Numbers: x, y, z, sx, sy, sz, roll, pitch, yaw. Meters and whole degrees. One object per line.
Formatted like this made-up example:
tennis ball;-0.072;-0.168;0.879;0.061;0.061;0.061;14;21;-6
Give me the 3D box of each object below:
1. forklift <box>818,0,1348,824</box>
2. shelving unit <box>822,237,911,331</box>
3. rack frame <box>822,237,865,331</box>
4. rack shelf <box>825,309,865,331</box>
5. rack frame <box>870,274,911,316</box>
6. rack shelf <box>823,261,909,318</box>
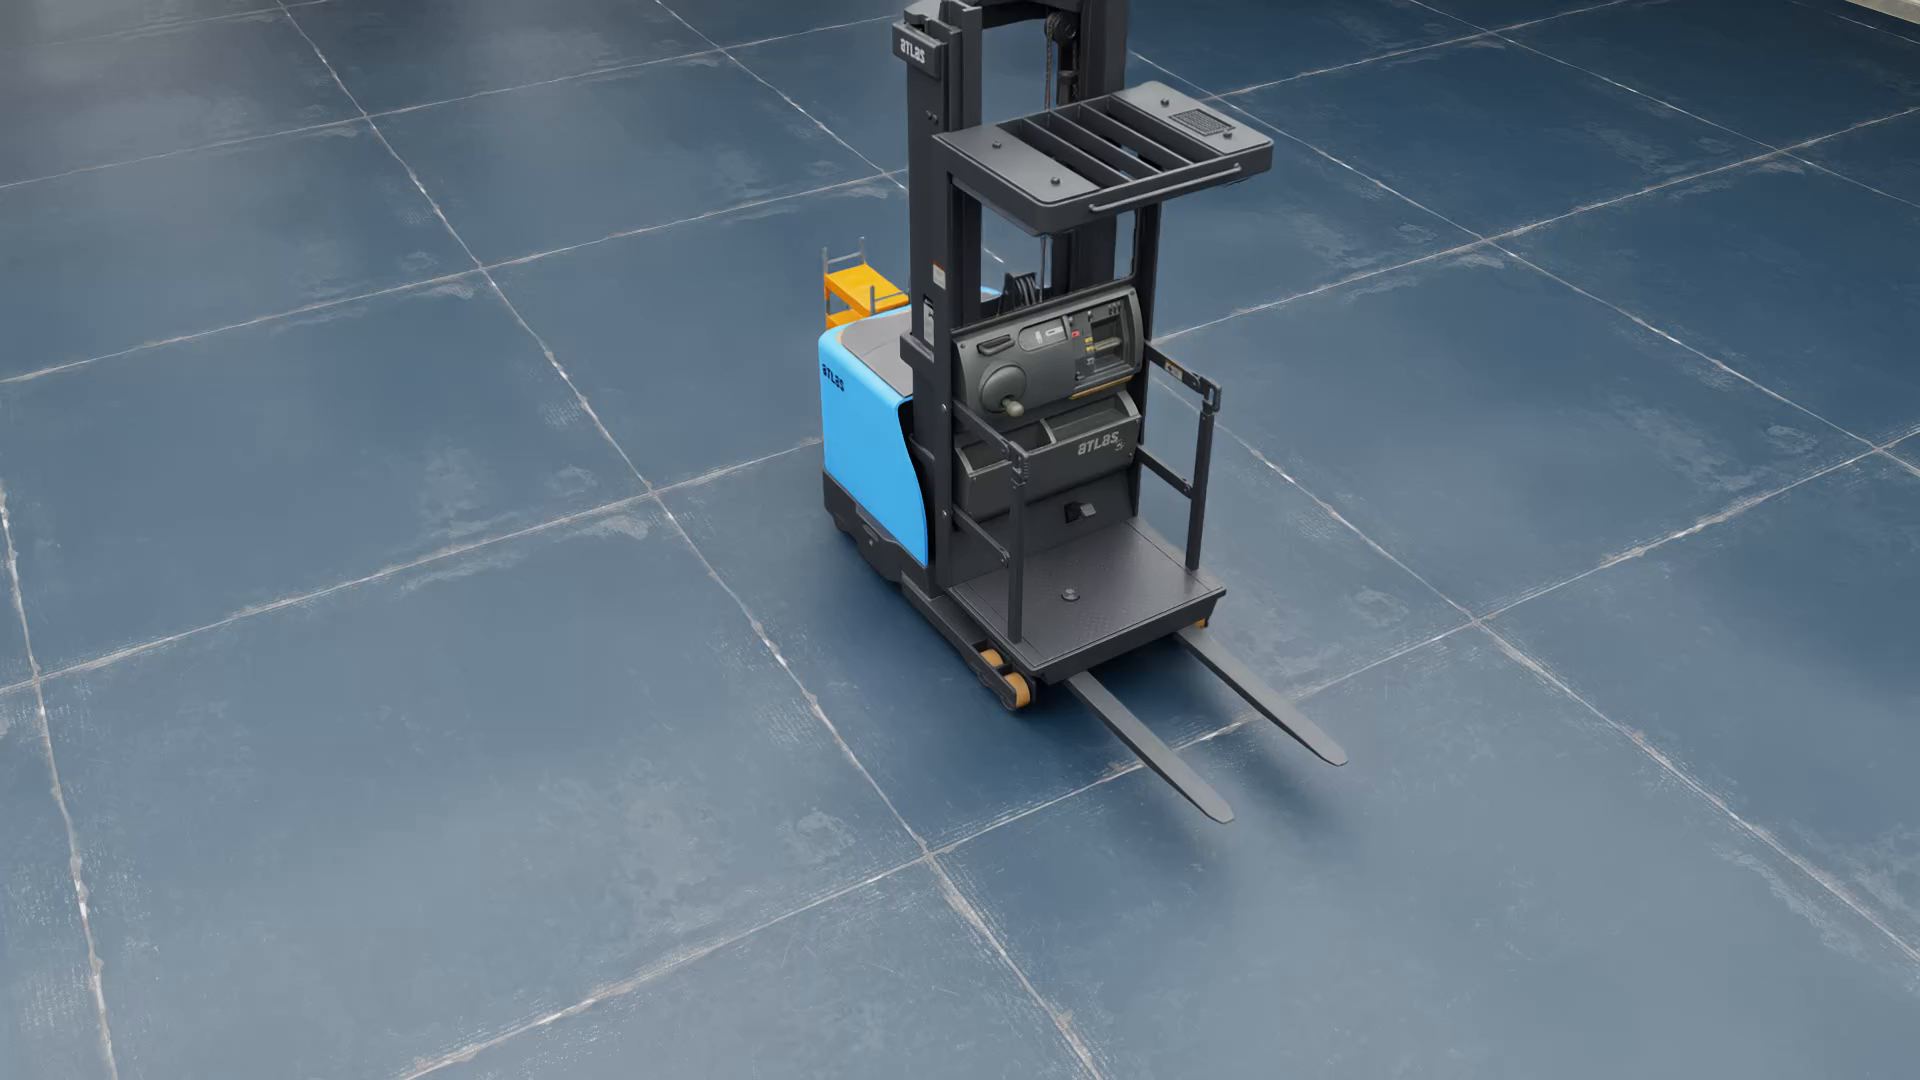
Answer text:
forklift;0.511;-0.743;7.009;1.130;2.935;3.031;-21;41;-26
shelving unit;-0.468;-0.916;8.714;0.258;1.200;0.503;-21;41;-26
rack frame;-0.599;-1.037;8.880;0.240;1.200;0.015;-21;41;-26
rack shelf;-0.468;-1.042;8.622;0.258;0.148;0.480;-21;41;-26
rack frame;-0.338;-0.794;8.548;0.240;1.200;0.015;-21;41;-26
rack shelf;-0.468;-1.233;8.482;0.258;0.148;0.480;-21;41;-26
